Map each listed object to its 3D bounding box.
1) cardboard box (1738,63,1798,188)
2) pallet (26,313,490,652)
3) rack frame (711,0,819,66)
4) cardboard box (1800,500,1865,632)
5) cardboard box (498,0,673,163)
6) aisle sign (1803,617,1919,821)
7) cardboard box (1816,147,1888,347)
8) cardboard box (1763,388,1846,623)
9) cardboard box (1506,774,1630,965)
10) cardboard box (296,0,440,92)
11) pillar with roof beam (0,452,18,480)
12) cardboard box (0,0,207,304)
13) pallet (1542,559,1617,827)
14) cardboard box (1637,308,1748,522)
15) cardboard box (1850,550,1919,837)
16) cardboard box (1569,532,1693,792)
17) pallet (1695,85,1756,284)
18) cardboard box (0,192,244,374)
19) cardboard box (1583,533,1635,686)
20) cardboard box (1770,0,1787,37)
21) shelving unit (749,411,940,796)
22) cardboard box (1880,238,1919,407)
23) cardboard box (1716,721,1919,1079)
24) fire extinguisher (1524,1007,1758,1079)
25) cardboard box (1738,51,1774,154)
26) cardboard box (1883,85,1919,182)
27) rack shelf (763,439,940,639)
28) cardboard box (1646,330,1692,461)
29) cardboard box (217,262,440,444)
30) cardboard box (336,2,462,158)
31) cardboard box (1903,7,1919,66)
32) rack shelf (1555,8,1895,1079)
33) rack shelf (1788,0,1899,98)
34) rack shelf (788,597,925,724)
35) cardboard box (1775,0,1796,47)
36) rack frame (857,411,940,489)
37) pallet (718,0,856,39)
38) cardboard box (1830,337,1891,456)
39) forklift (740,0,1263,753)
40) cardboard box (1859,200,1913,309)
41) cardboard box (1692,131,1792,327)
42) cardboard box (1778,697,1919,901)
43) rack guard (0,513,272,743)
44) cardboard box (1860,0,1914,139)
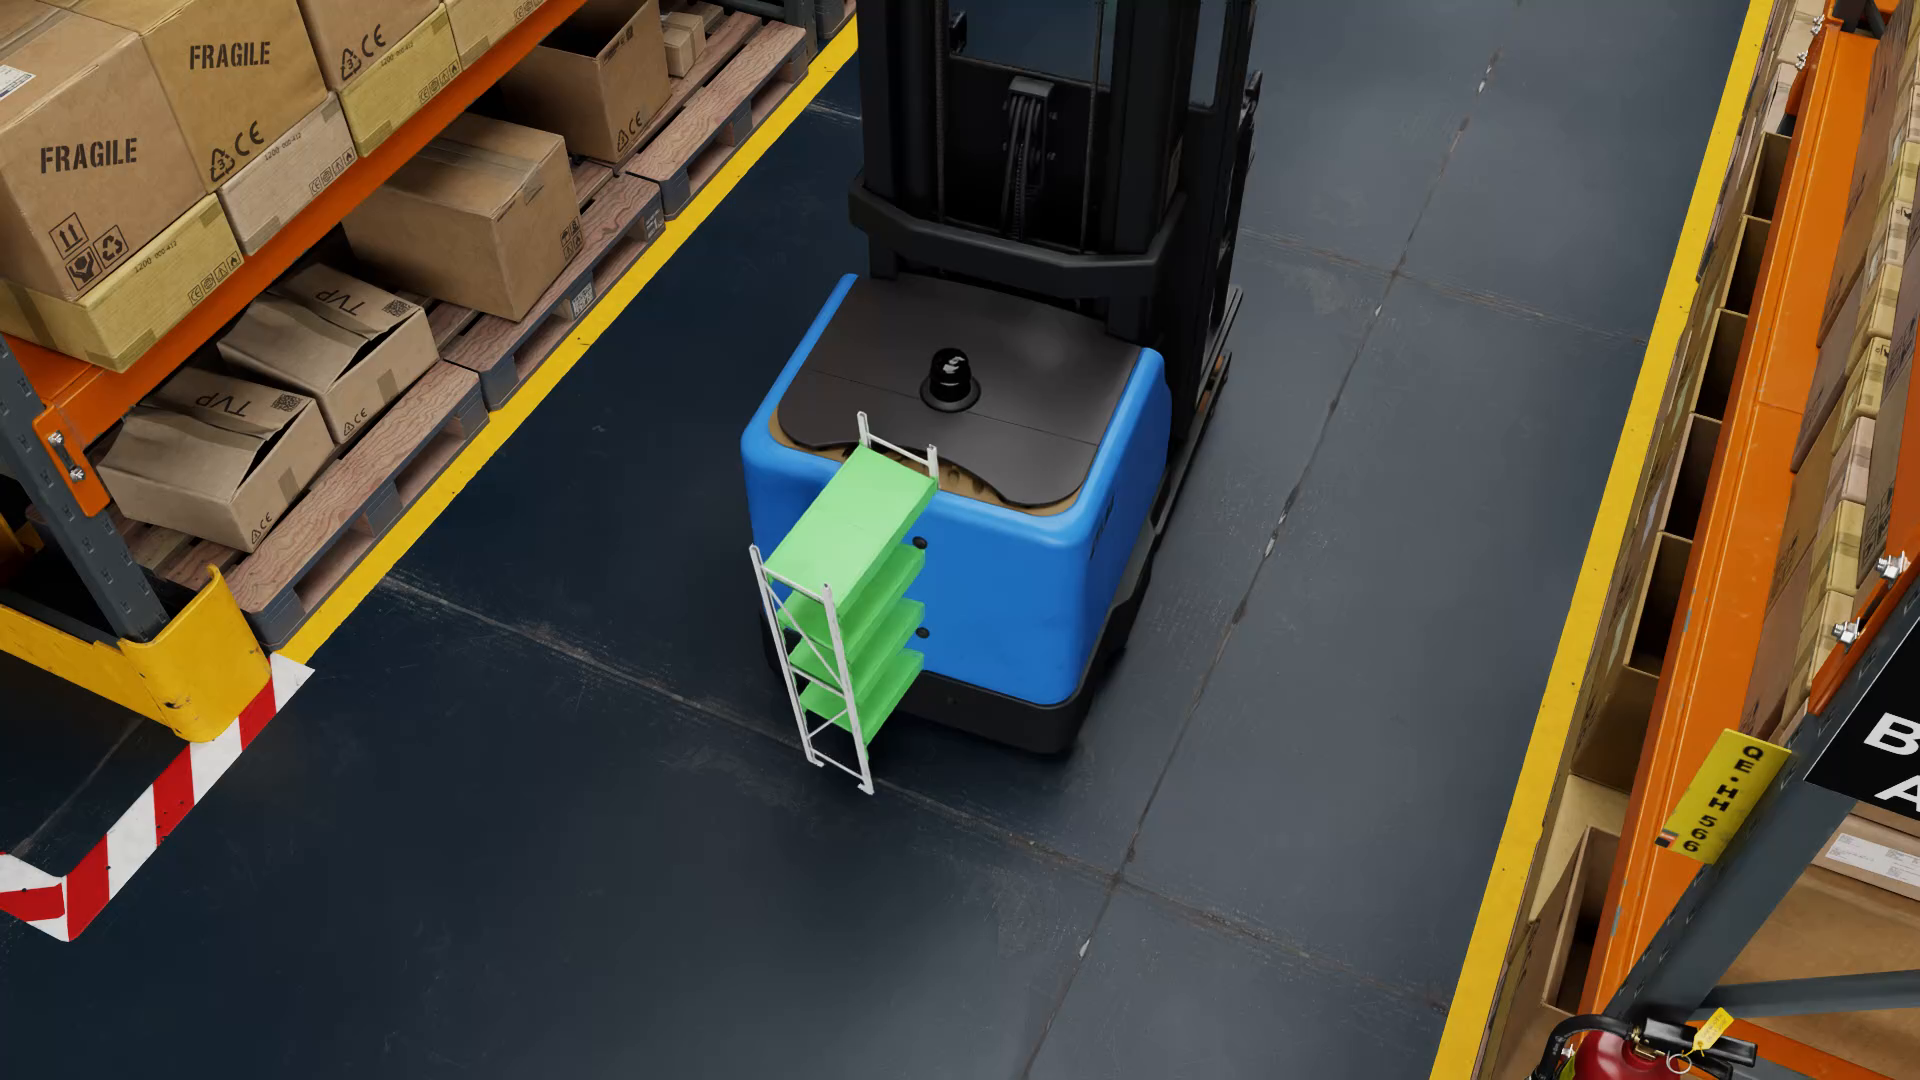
[{"bbox_3d":[3.264,-1.519,6.234,0.500,0.311,0.500,20,52,16],"label":"cardboard box"},{"bbox_3d":[-2.427,-0.272,5.842,1.003,0.211,1.213,20,52,16],"label":"pallet"},{"bbox_3d":[-1.130,-3.329,6.613,1.000,3.000,0.127,20,52,16],"label":"rack frame"},{"bbox_3d":[1.852,0.110,3.196,0.380,0.149,0.250,19,52,16],"label":"cardboard box"},{"bbox_3d":[-1.537,-1.934,6.779,0.500,0.500,0.500,16,52,13],"label":"cardboard box"},{"bbox_3d":[1.348,0.141,1.953,0.394,0.787,0.004,20,52,16],"label":"aisle sign"},{"bbox_3d":[2.729,-0.735,4.341,0.700,0.500,0.500,21,53,17],"label":"cardboard box"},{"bbox_3d":[2.290,-0.019,3.731,0.700,0.500,0.500,20,53,16],"label":"cardboard box"},{"bbox_3d":[1.806,0.976,4.480,0.500,0.250,0.500,20,52,16],"label":"cardboard box"},{"bbox_3d":[-1.916,-1.698,4.818,0.500,0.500,0.500,18,52,15],"label":"cardboard box"},{"bbox_3d":[0.571,-1.882,1.443,9.100,9.000,0.400,20,52,16],"label":"pillar with roof beam"},{"bbox_3d":[-2.363,-1.007,4.230,0.500,0.500,0.500,20,52,16],"label":"cardboard box"},{"bbox_3d":[2.453,0.561,5.134,1.003,0.211,1.213,20,52,16],"label":"pallet"},{"bbox_3d":[2.442,-0.302,5.075,0.500,0.500,0.500,20,52,16],"label":"cardboard box"},{"bbox_3d":[1.875,0.228,2.669,0.700,0.500,0.500,20,52,16],"label":"cardboard box"},{"bbox_3d":[2.016,0.387,4.489,0.500,0.500,0.500,20,52,16],"label":"cardboard box"},{"bbox_3d":[3.630,-1.337,6.749,1.003,0.211,1.213,20,52,16],"label":"pallet"},{"bbox_3d":[-2.343,-0.766,4.517,0.500,0.250,0.500,18,52,15],"label":"cardboard box"},{"bbox_3d":[2.234,0.287,5.066,0.500,0.250,0.500,20,52,16],"label":"cardboard box"},{"bbox_3d":[3.920,-2.395,7.348,0.500,0.250,0.500,21,53,17],"label":"cardboard box"},{"bbox_3d":[-0.267,0.222,4.741,0.258,1.200,0.503,26,62,19],"label":"shelving unit"},{"bbox_3d":[2.310,-0.484,3.274,0.700,0.500,0.500,20,52,16],"label":"cardboard box"},{"bbox_3d":[1.853,0.685,3.132,0.700,0.500,0.500,20,52,16],"label":"cardboard box"},{"bbox_3d":[1.171,0.990,2.989,0.296,0.674,0.183,20,52,16],"label":"fire extinguisher"},{"bbox_3d":[3.483,-1.693,6.751,0.500,0.250,0.500,19,52,16],"label":"cardboard box"},{"bbox_3d":[2.514,-0.952,4.099,0.380,0.149,0.250,18,52,15],"label":"cardboard box"},{"bbox_3d":[-0.287,-0.008,4.394,0.258,0.148,0.480,26,62,19],"label":"rack shelf"},{"bbox_3d":[2.660,-0.402,5.652,0.500,0.250,0.500,20,52,16],"label":"cardboard box"},{"bbox_3d":[-2.218,-0.686,5.841,0.500,0.311,0.500,24,54,19],"label":"cardboard box"},{"bbox_3d":[-1.911,-1.477,5.122,0.500,0.250,0.500,19,52,16],"label":"cardboard box"},{"bbox_3d":[2.734,-1.309,4.402,0.380,0.149,0.250,19,52,16],"label":"cardboard box"},{"bbox_3d":[2.496,-0.110,4.346,1.077,0.370,4.000,20,52,16],"label":"rack shelf"},{"bbox_3d":[4.205,-2.864,6.690,1.077,0.370,4.000,20,52,16],"label":"rack shelf"},{"bbox_3d":[-0.264,0.257,4.794,0.258,0.148,0.480,26,62,19],"label":"rack shelf"},{"bbox_3d":[3.696,-2.222,6.833,0.500,0.311,0.500,20,52,16],"label":"cardboard box"},{"bbox_3d":[-0.138,0.046,4.850,0.240,1.200,0.015,26,62,19],"label":"rack frame"},{"bbox_3d":[-0.799,-2.962,8.132,1.003,0.211,1.213,20,52,16],"label":"pallet"},{"bbox_3d":[2.074,-0.244,3.496,0.380,0.149,0.250,21,53,17],"label":"cardboard box"},{"bbox_3d":[0.364,-1.445,5.055,1.130,2.935,3.031,16,51,13],"label":"forklift"},{"bbox_3d":[2.293,-0.602,3.801,0.380,0.149,0.250,19,52,16],"label":"cardboard box"},{"bbox_3d":[2.869,-0.991,5.661,0.500,0.500,0.500,20,52,16],"label":"cardboard box"},{"bbox_3d":[1.633,0.467,2.892,0.380,0.149,0.250,19,52,15],"label":"cardboard box"},{"bbox_3d":[-2.806,0.183,5.266,1.175,0.500,0.348,20,52,16],"label":"rack guard"},{"bbox_3d":[3.167,-1.445,4.944,0.700,0.500,0.500,19,52,15],"label":"cardboard box"}]
